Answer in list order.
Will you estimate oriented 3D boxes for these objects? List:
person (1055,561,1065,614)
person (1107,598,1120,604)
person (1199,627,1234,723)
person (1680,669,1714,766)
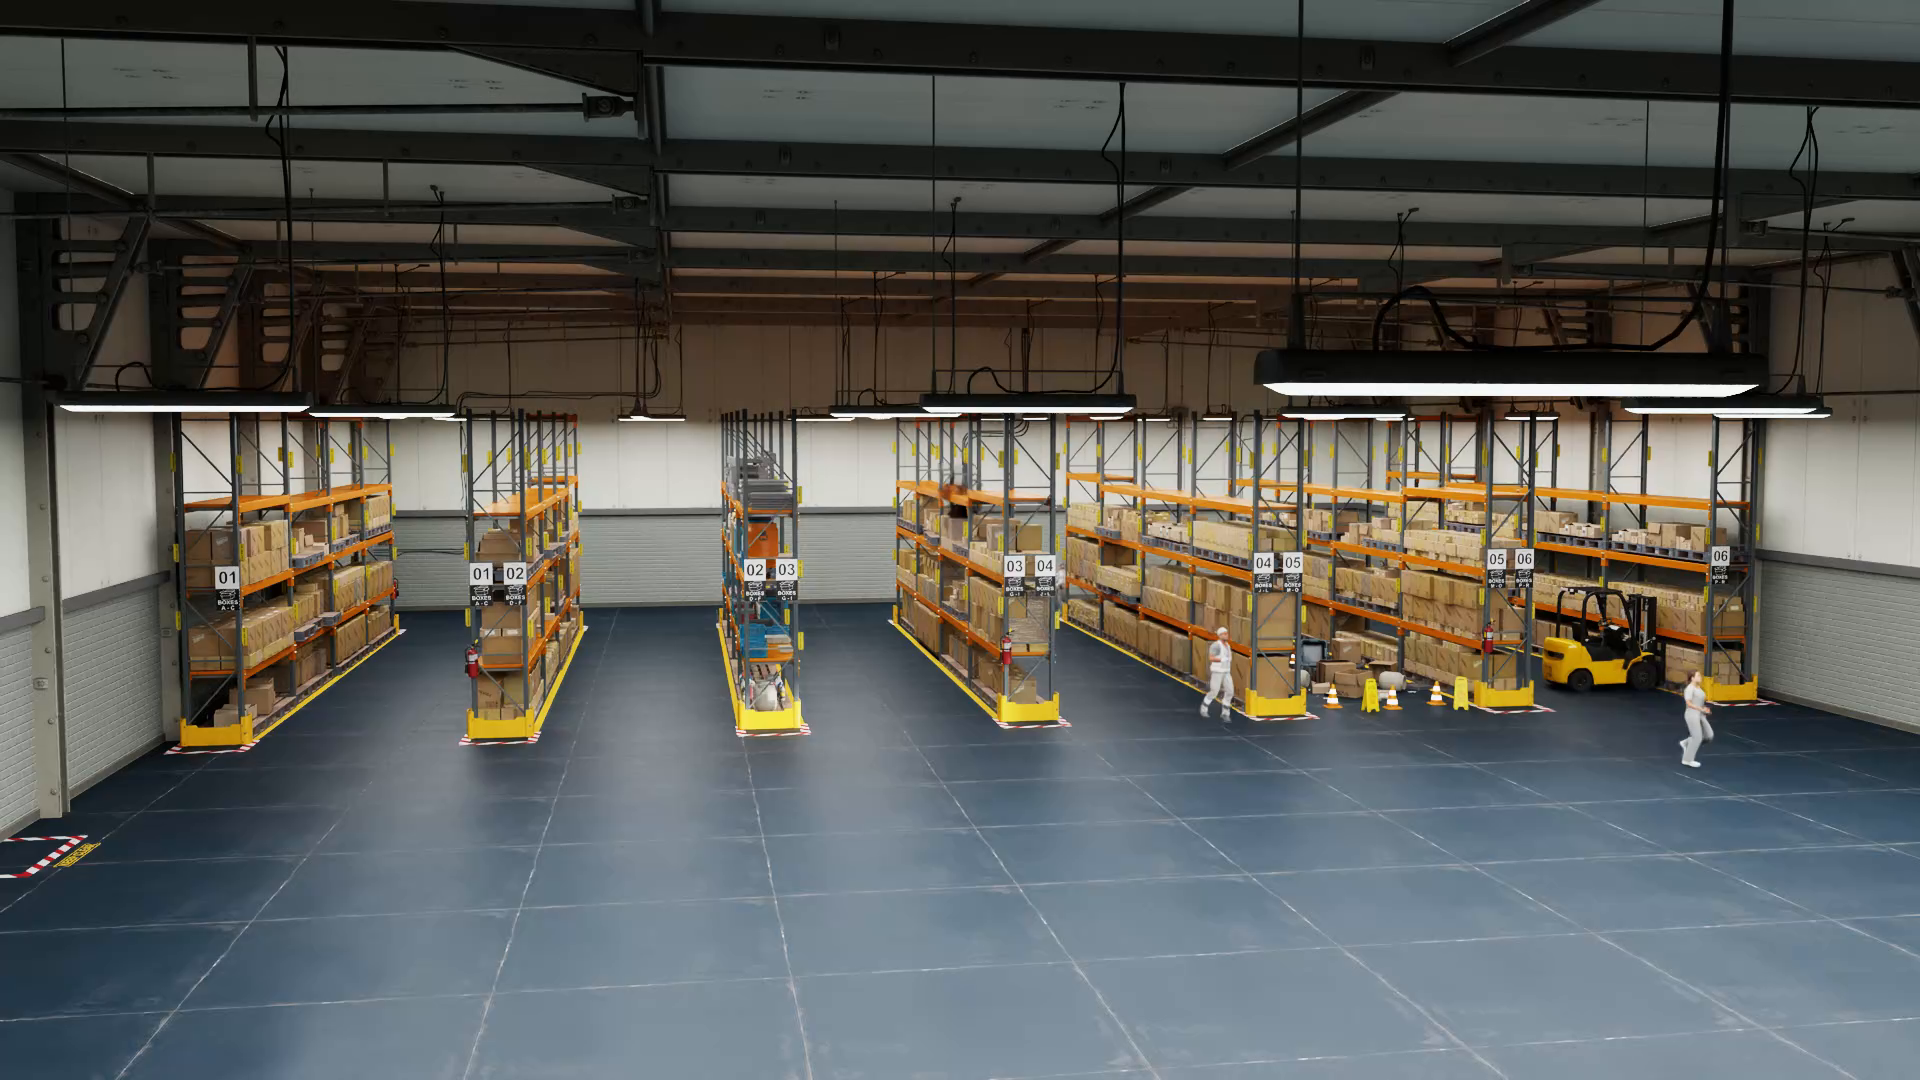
[{"bbox_3d":[2.966,1.437,49.730,0.555,1.619,0.622,-1,4,-8],"label":"person"},{"bbox_3d":[4.666,1.444,50.044,0.629,1.581,0.539,0,4,-5],"label":"person"},{"bbox_3d":[4.990,2.602,32.076,0.667,1.854,0.743,-4,5,-43],"label":"person"},{"bbox_3d":[12.318,2.971,27.821,0.559,1.631,0.560,4,6,44],"label":"person"}]
